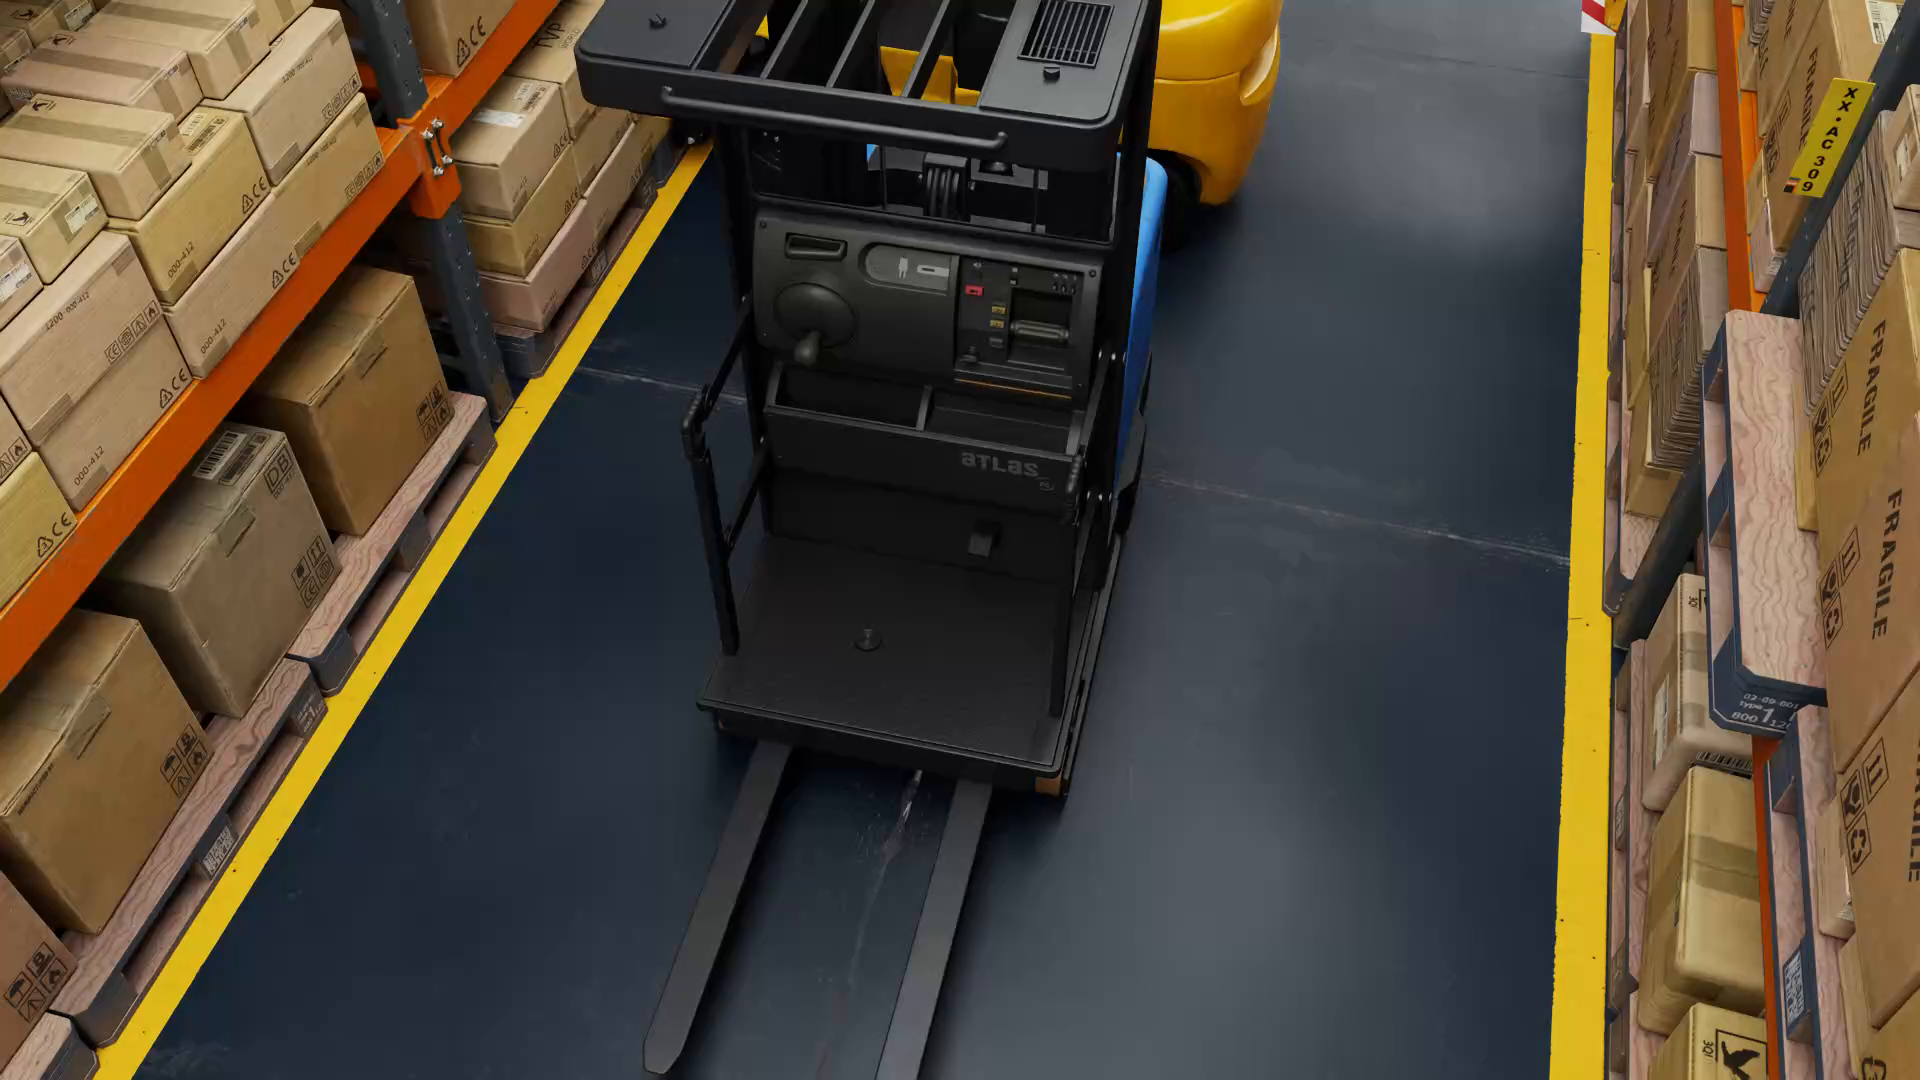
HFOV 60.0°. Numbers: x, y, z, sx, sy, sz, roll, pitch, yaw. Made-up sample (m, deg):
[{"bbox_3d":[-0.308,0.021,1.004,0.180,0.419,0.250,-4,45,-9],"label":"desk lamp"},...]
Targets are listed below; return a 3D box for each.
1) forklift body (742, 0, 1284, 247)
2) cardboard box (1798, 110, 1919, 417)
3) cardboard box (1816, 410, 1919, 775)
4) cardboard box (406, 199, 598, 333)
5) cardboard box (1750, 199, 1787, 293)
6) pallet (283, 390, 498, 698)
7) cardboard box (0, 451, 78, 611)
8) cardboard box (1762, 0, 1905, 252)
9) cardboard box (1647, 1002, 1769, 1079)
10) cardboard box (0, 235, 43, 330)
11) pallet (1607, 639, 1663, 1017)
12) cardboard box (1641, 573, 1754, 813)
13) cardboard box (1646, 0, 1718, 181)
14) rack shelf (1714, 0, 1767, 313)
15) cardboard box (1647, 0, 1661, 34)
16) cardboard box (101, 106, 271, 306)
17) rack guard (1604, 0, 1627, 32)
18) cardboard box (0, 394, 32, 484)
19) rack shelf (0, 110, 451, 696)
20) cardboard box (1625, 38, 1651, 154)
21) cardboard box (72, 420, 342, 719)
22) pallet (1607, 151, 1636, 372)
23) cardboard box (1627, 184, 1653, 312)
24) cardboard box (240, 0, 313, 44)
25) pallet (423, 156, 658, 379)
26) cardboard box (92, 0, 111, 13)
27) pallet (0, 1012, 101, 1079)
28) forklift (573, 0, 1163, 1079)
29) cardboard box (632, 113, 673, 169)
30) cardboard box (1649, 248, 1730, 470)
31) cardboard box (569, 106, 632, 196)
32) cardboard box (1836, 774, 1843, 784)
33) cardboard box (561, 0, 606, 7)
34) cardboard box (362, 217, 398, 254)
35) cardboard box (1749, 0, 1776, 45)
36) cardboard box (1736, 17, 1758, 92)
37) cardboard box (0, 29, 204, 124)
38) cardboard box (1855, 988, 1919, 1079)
[{"bbox_3d":[0.155,-2.440,6.469,2.313,2.155,1.214,12,50,10],"label":"forklift body"},{"bbox_3d":[2.231,-0.570,3.707,0.500,0.500,0.500,13,50,11],"label":"cardboard box"},{"bbox_3d":[1.956,0.147,3.074,0.500,0.500,0.500,11,50,10],"label":"cardboard box"},{"bbox_3d":[-1.712,-1.072,6.250,0.500,0.250,0.500,12,50,10],"label":"cardboard box"},{"bbox_3d":[2.422,-0.792,4.615,0.380,0.149,0.250,11,50,10],"label":"cardboard box"},{"bbox_3d":[-2.315,-0.096,5.693,1.003,0.211,1.213,12,50,10],"label":"pallet"},{"bbox_3d":[-2.455,0.000,3.850,0.500,0.250,0.500,13,50,11],"label":"cardboard box"},{"bbox_3d":[2.508,-1.084,4.441,0.500,0.500,0.500,10,49,9],"label":"cardboard box"},{"bbox_3d":[2.128,1.552,3.852,0.950,0.372,0.625,13,50,11],"label":"cardboard box"},{"bbox_3d":[-2.342,-0.586,3.767,0.380,0.149,0.250,12,50,10],"label":"cardboard box"},{"bbox_3d":[2.428,0.904,4.811,1.003,0.211,1.213,12,50,10],"label":"pallet"},{"bbox_3d":[2.495,0.528,4.756,0.950,0.372,0.625,12,50,11],"label":"cardboard box"},{"bbox_3d":[2.926,-1.666,6.273,0.500,0.500,0.500,12,50,11],"label":"cardboard box"},{"bbox_3d":[3.157,-1.791,5.810,1.077,0.370,4.000,12,50,10],"label":"rack shelf"},{"bbox_3d":[3.199,-2.406,6.927,0.500,0.500,0.500,10,49,9],"label":"cardboard box"},{"bbox_3d":[-2.170,-0.895,4.306,0.500,0.250,0.500,10,49,9],"label":"cardboard box"},{"bbox_3d":[3.664,-2.593,7.705,1.175,0.500,0.348,12,50,10],"label":"rack guard"},{"bbox_3d":[-2.461,-0.166,3.662,0.500,0.250,0.500,12,50,11],"label":"cardboard box"},{"bbox_3d":[-2.685,0.126,4.118,1.077,0.370,4.000,12,50,10],"label":"rack shelf"},{"bbox_3d":[3.063,-1.808,6.899,0.500,0.250,0.500,13,50,11],"label":"cardboard box"},{"bbox_3d":[-2.497,0.027,5.029,0.875,0.625,0.625,11,50,10],"label":"cardboard box"},{"bbox_3d":[3.093,-1.037,6.525,1.003,0.211,1.213,12,50,10],"label":"pallet"},{"bbox_3d":[2.796,-1.046,6.226,0.500,0.250,0.500,12,50,11],"label":"cardboard box"},{"bbox_3d":[-2.034,-1.516,4.588,0.380,0.149,0.250,13,50,11],"label":"cardboard box"},{"bbox_3d":[-1.909,-1.203,6.671,1.003,0.211,1.213,12,50,10],"label":"pallet"},{"bbox_3d":[-2.458,-1.595,4.657,0.380,0.149,0.250,11,49,9],"label":"cardboard box"},{"bbox_3d":[-2.957,1.669,4.136,1.003,0.211,1.213,12,50,10],"label":"pallet"},{"bbox_3d":[-0.146,-0.515,4.250,1.121,2.935,3.031,10,49,9],"label":"forklift"},{"bbox_3d":[-1.473,-1.818,6.907,0.500,0.250,0.500,12,50,11],"label":"cardboard box"},{"bbox_3d":[2.528,-0.540,5.280,0.500,0.500,0.500,11,49,10],"label":"cardboard box"},{"bbox_3d":[-1.603,-1.607,6.388,0.500,0.250,0.500,11,50,10],"label":"cardboard box"},{"bbox_3d":[1.931,0.455,3.235,0.380,0.149,0.250,12,50,10],"label":"cardboard box"},{"bbox_3d":[-1.464,-2.137,6.522,0.500,0.250,0.500,13,50,11],"label":"cardboard box"},{"bbox_3d":[-2.228,-1.346,6.158,0.500,0.250,0.500,11,49,9],"label":"cardboard box"},{"bbox_3d":[2.769,-1.834,5.103,0.500,0.500,0.500,13,50,11],"label":"cardboard box"},{"bbox_3d":[2.686,-1.527,5.265,0.380,0.149,0.250,11,49,9],"label":"cardboard box"},{"bbox_3d":[-2.200,-1.159,4.273,0.380,0.149,0.250,12,50,10],"label":"cardboard box"},{"bbox_3d":[1.687,0.916,2.396,0.500,0.500,0.500,9,49,7],"label":"cardboard box"}]
